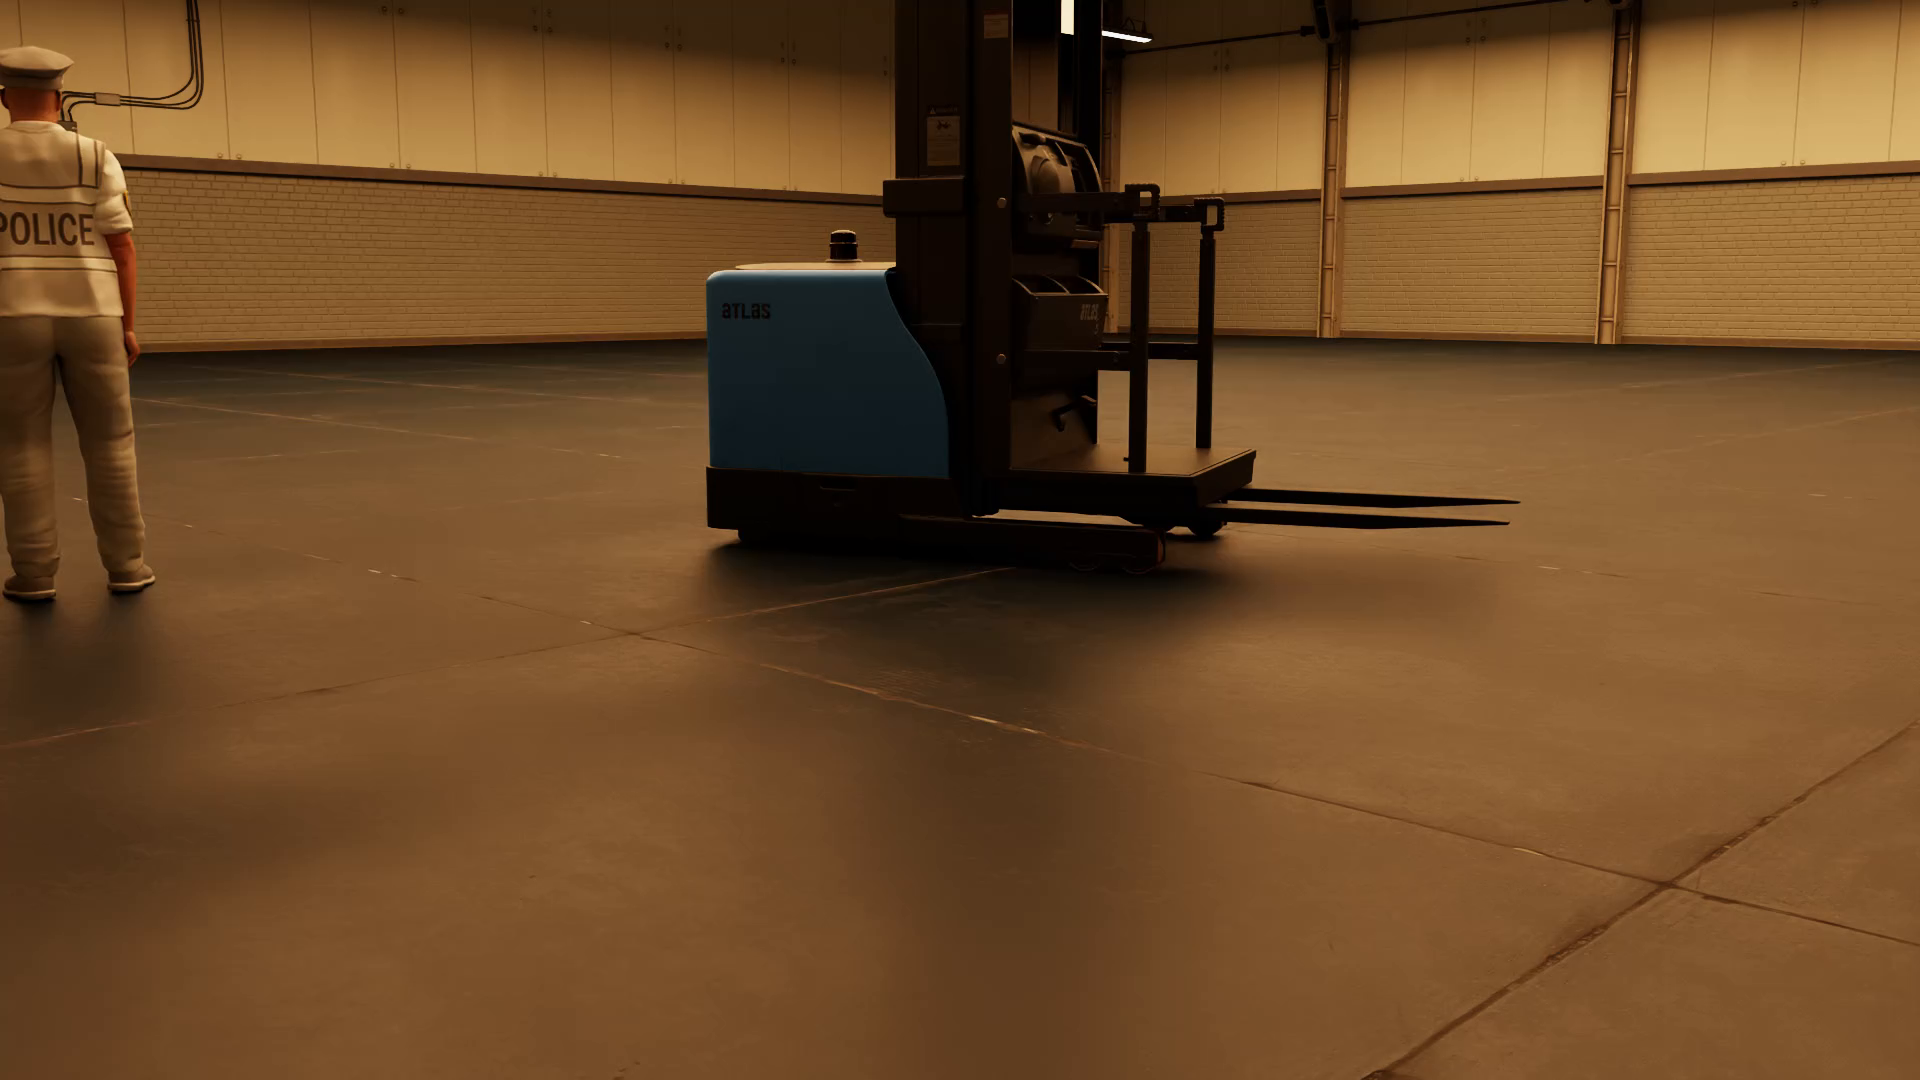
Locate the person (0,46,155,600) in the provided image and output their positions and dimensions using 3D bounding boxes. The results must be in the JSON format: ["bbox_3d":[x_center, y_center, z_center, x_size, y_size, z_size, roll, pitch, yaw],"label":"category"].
[{"bbox_3d":[-2.954,-0.698,5.406,0.522,1.775,0.401,-5,10,-31],"label":"person"}]

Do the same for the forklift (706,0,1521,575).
[{"bbox_3d":[0.565,-1.416,6.275,3.031,2.935,1.130,3,9,22],"label":"forklift"}]
